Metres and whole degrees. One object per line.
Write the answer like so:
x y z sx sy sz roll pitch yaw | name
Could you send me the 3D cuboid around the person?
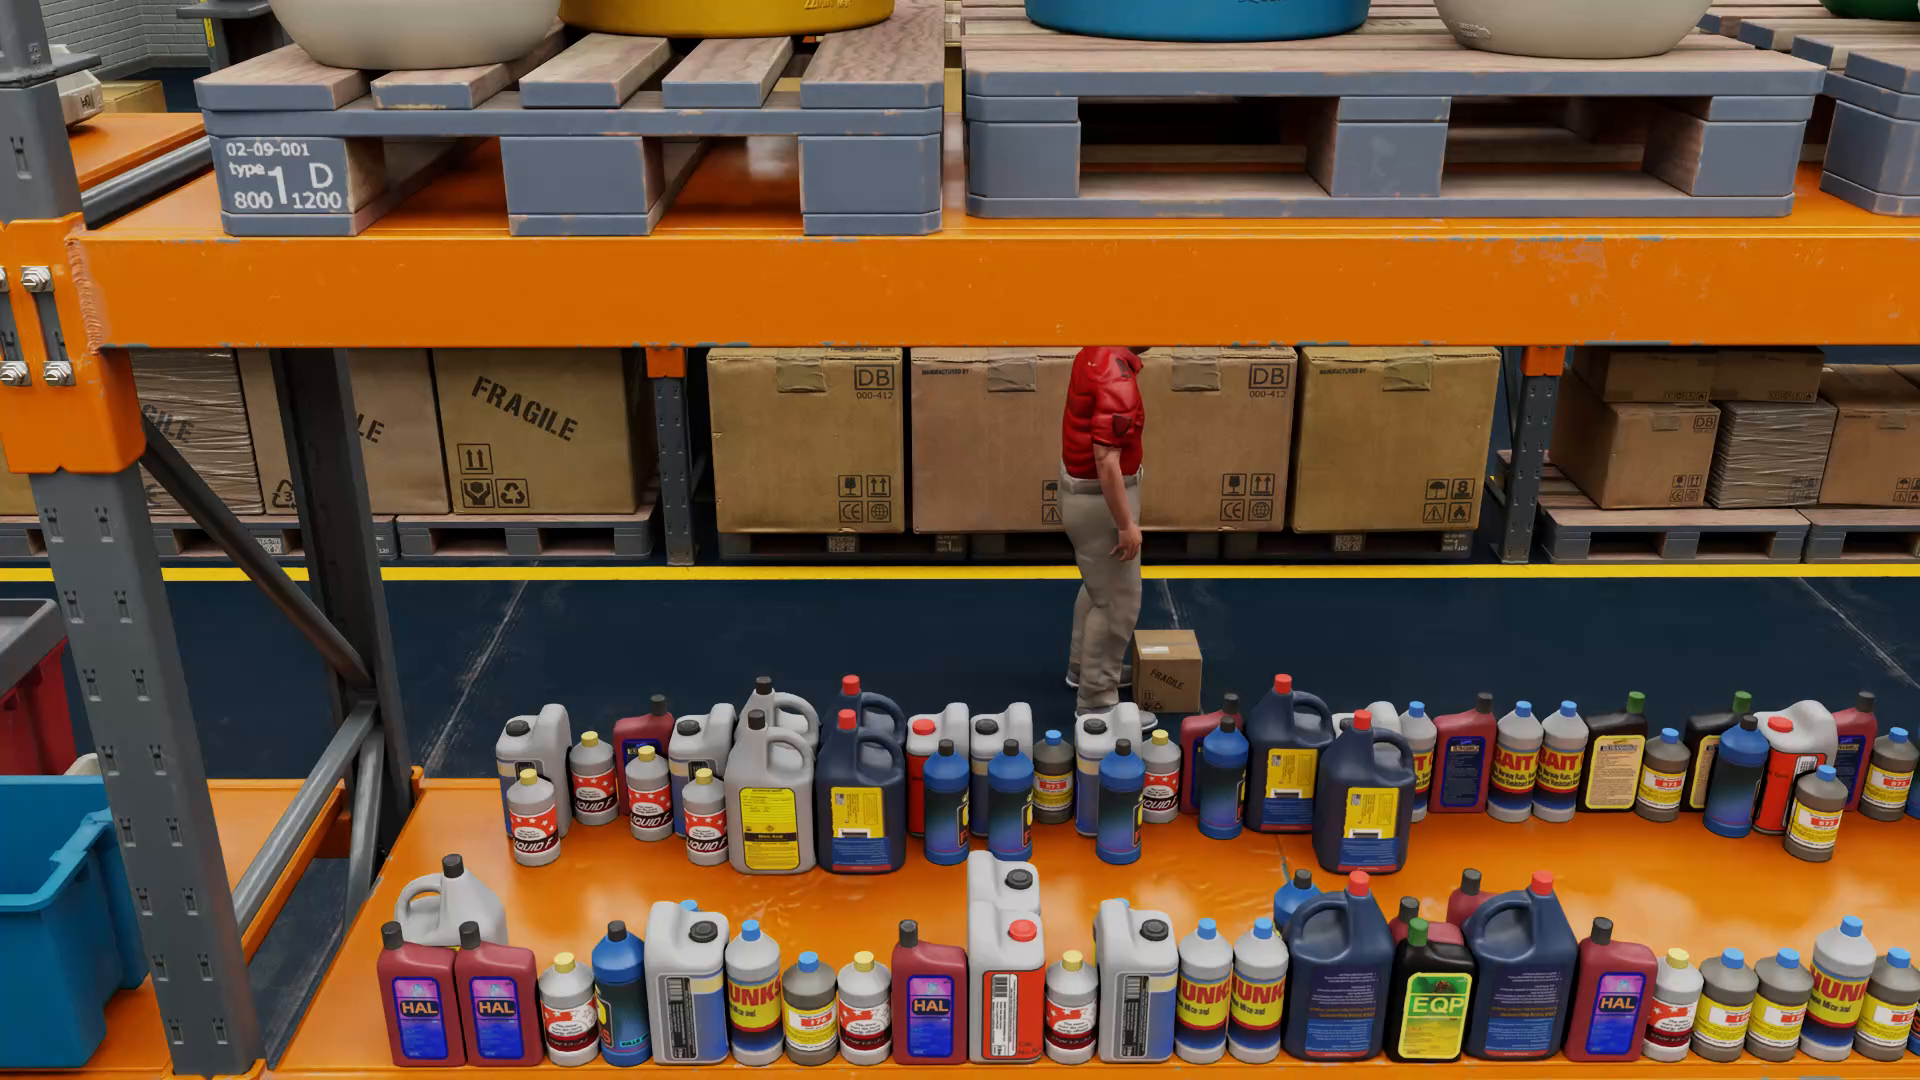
0.577 -0.138 6.431 0.391 1.725 0.589 -1 24 -3 | person
